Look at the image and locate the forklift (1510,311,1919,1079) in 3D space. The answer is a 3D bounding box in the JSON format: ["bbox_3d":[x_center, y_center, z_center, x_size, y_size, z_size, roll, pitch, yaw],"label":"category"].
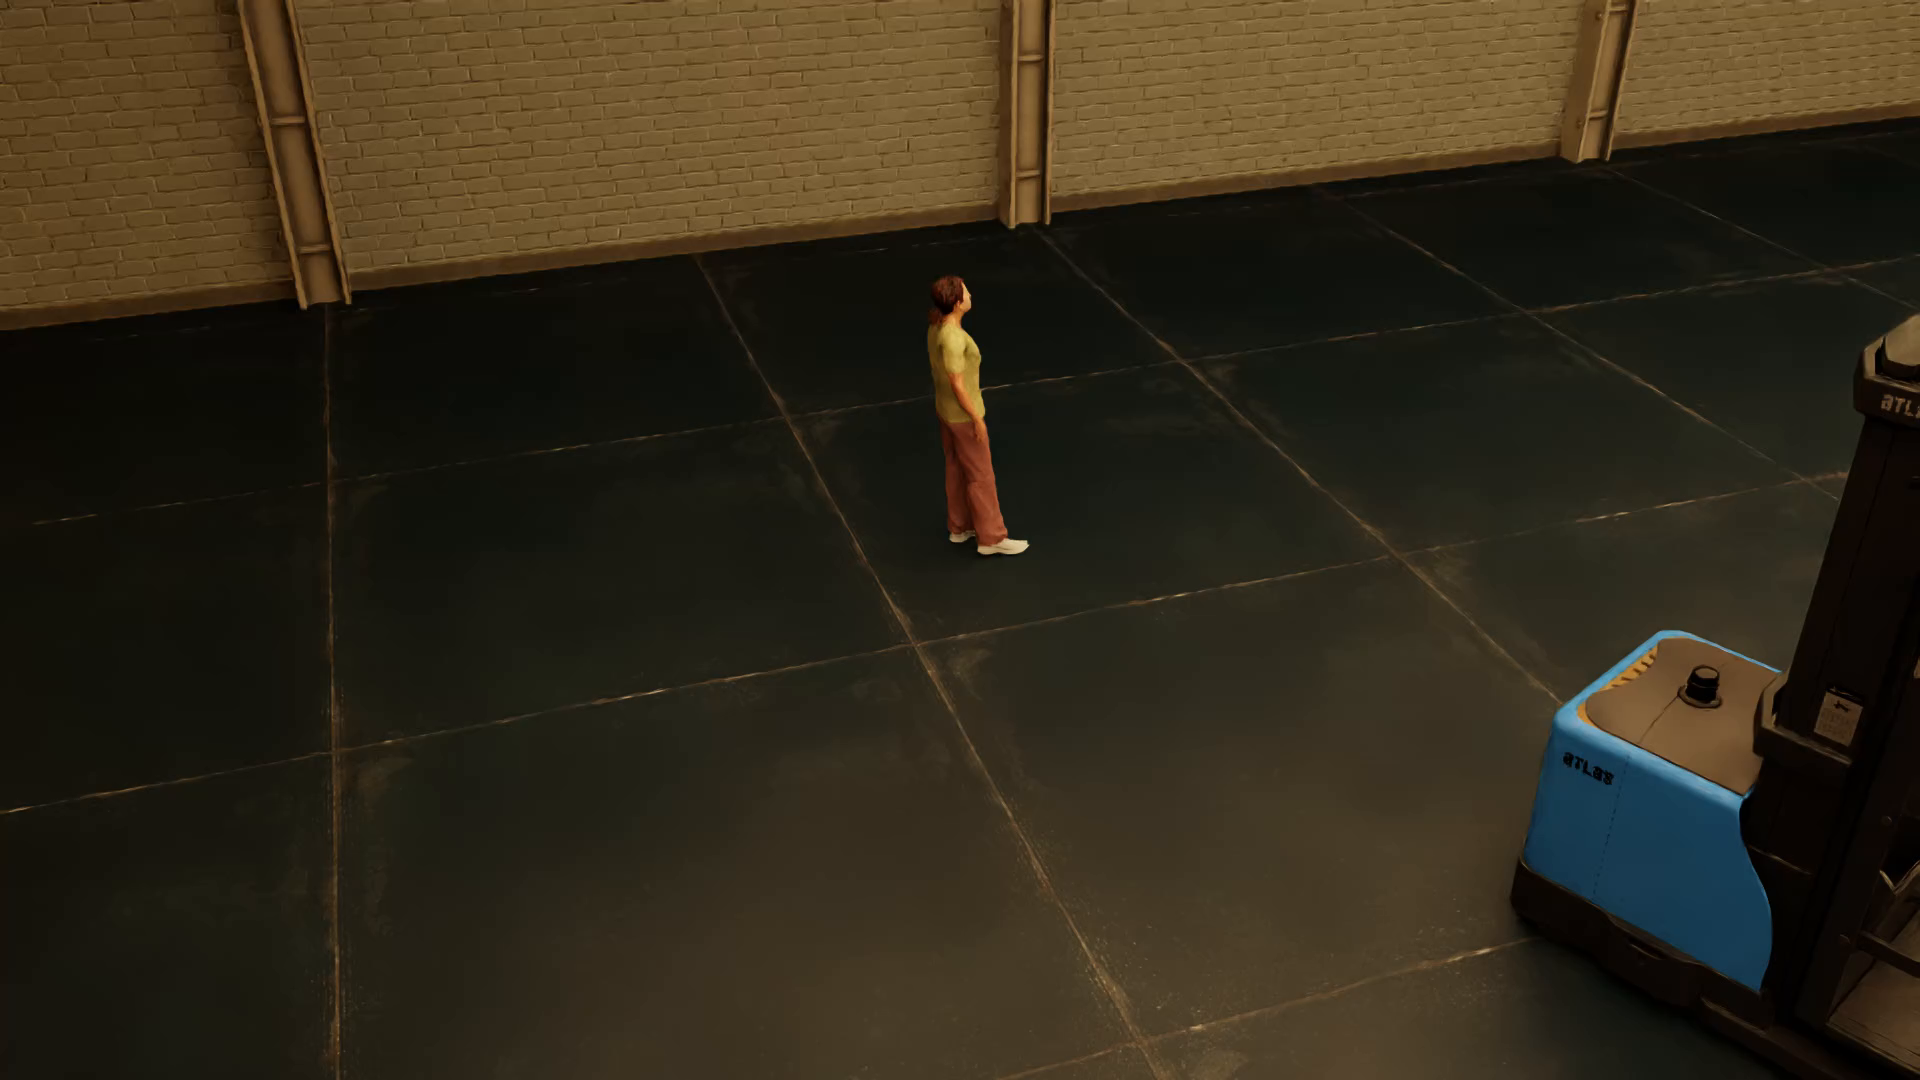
[{"bbox_3d":[3.747,0.727,5.824,1.130,2.935,3.031,-25,38,-36],"label":"forklift"}]

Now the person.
[{"bbox_3d":[0.074,-0.739,9.616,0.548,1.674,0.554,-10,31,-16],"label":"person"}]
